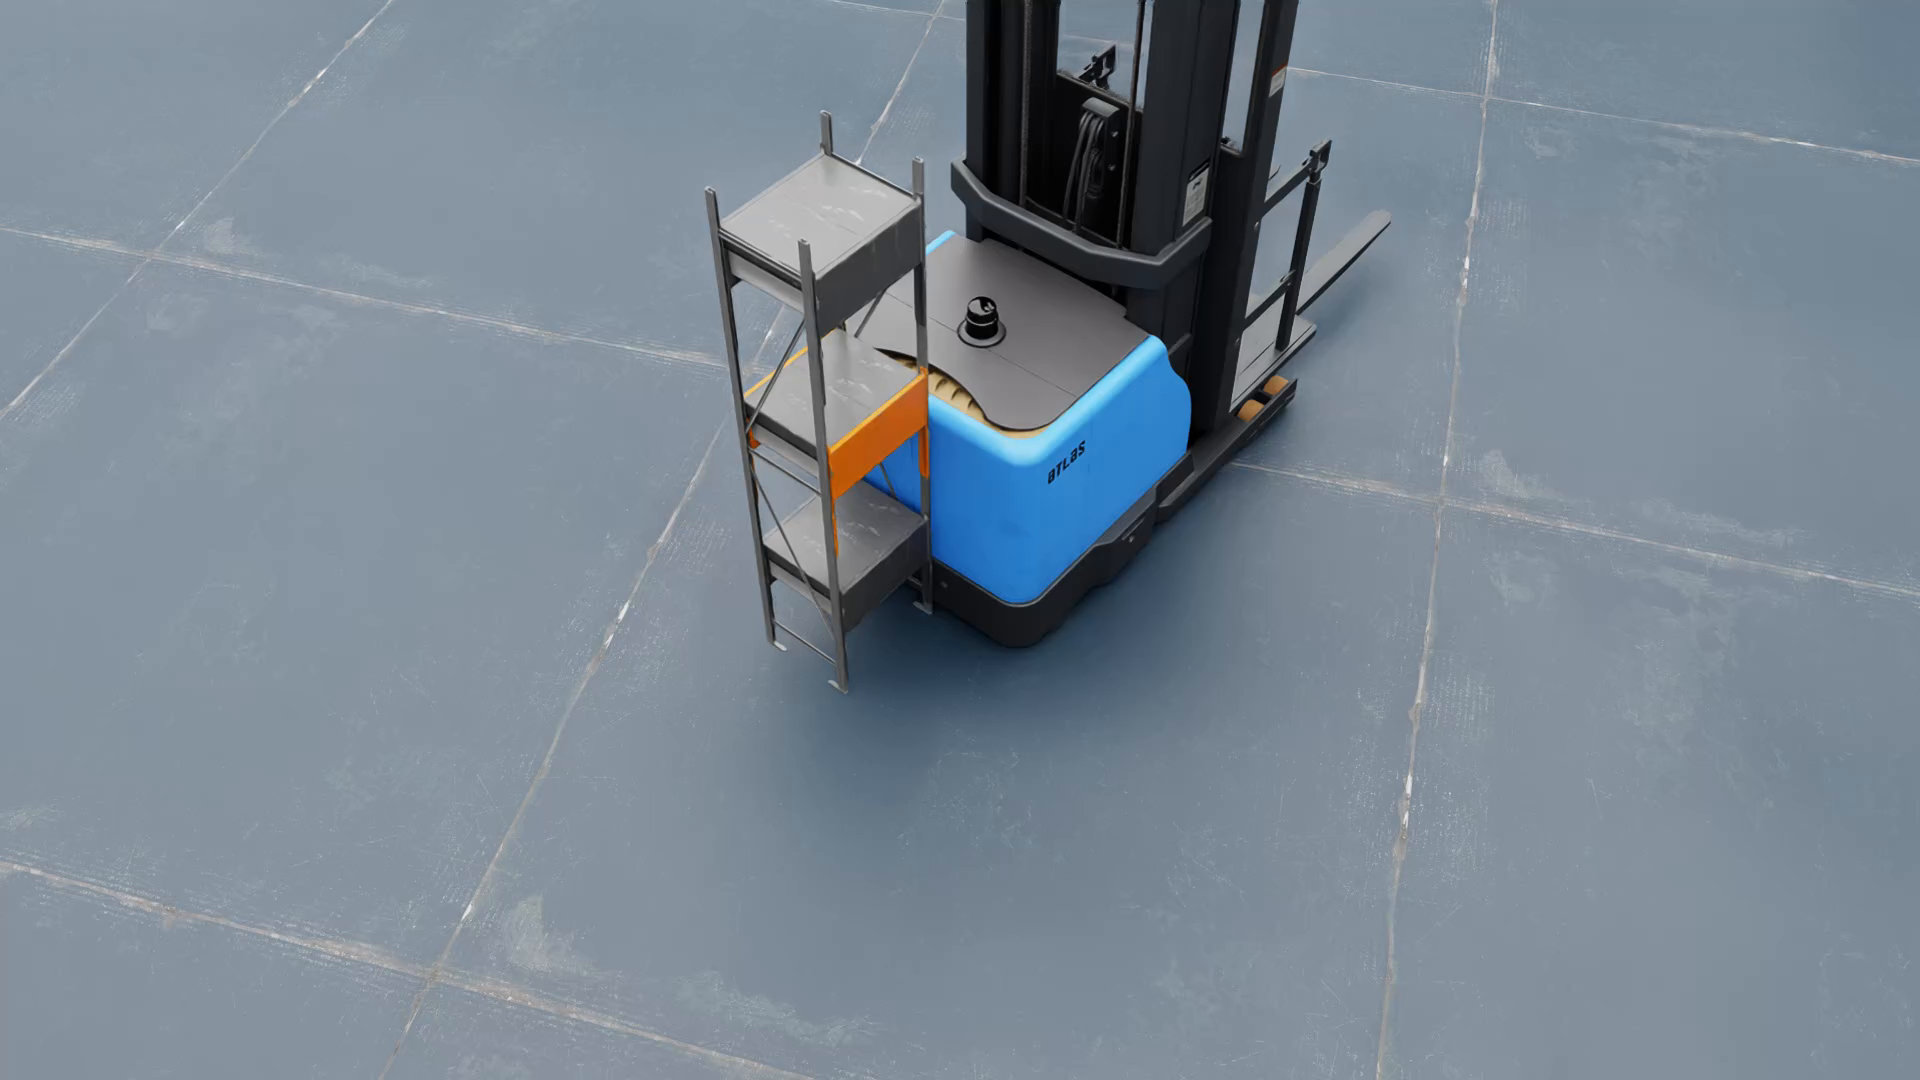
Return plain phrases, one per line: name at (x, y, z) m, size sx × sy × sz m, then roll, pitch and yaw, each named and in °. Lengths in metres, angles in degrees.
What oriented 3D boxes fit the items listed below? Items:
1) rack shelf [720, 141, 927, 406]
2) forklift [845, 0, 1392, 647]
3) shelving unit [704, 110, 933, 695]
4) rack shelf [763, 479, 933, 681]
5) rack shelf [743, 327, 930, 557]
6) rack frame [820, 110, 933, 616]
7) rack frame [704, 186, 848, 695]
rack shelf at (-0.418, -0.814, 5.071) m, size 0.431 × 0.518 × 0.480 m, roll 32°, pitch 56°, yaw 25°
forklift at (0.786, -1.615, 6.139) m, size 1.130 × 2.935 × 3.031 m, roll 32°, pitch 56°, yaw 25°
shelving unit at (-0.418, -0.360, 5.586) m, size 0.431 × 2.100 × 0.503 m, roll 32°, pitch 56°, yaw 25°
rack shelf at (-0.418, 0.112, 6.121) m, size 0.431 × 0.518 × 0.480 m, roll 32°, pitch 56°, yaw 25°
rack shelf at (-0.418, -0.351, 5.596) m, size 0.431 × 0.518 × 0.480 m, roll 32°, pitch 56°, yaw 25°
rack frame at (-0.263, -0.501, 5.711) m, size 0.400 × 2.100 × 0.015 m, roll 32°, pitch 56°, yaw 25°
rack frame at (-0.573, -0.219, 5.461) m, size 0.400 × 2.100 × 0.015 m, roll 32°, pitch 56°, yaw 25°
